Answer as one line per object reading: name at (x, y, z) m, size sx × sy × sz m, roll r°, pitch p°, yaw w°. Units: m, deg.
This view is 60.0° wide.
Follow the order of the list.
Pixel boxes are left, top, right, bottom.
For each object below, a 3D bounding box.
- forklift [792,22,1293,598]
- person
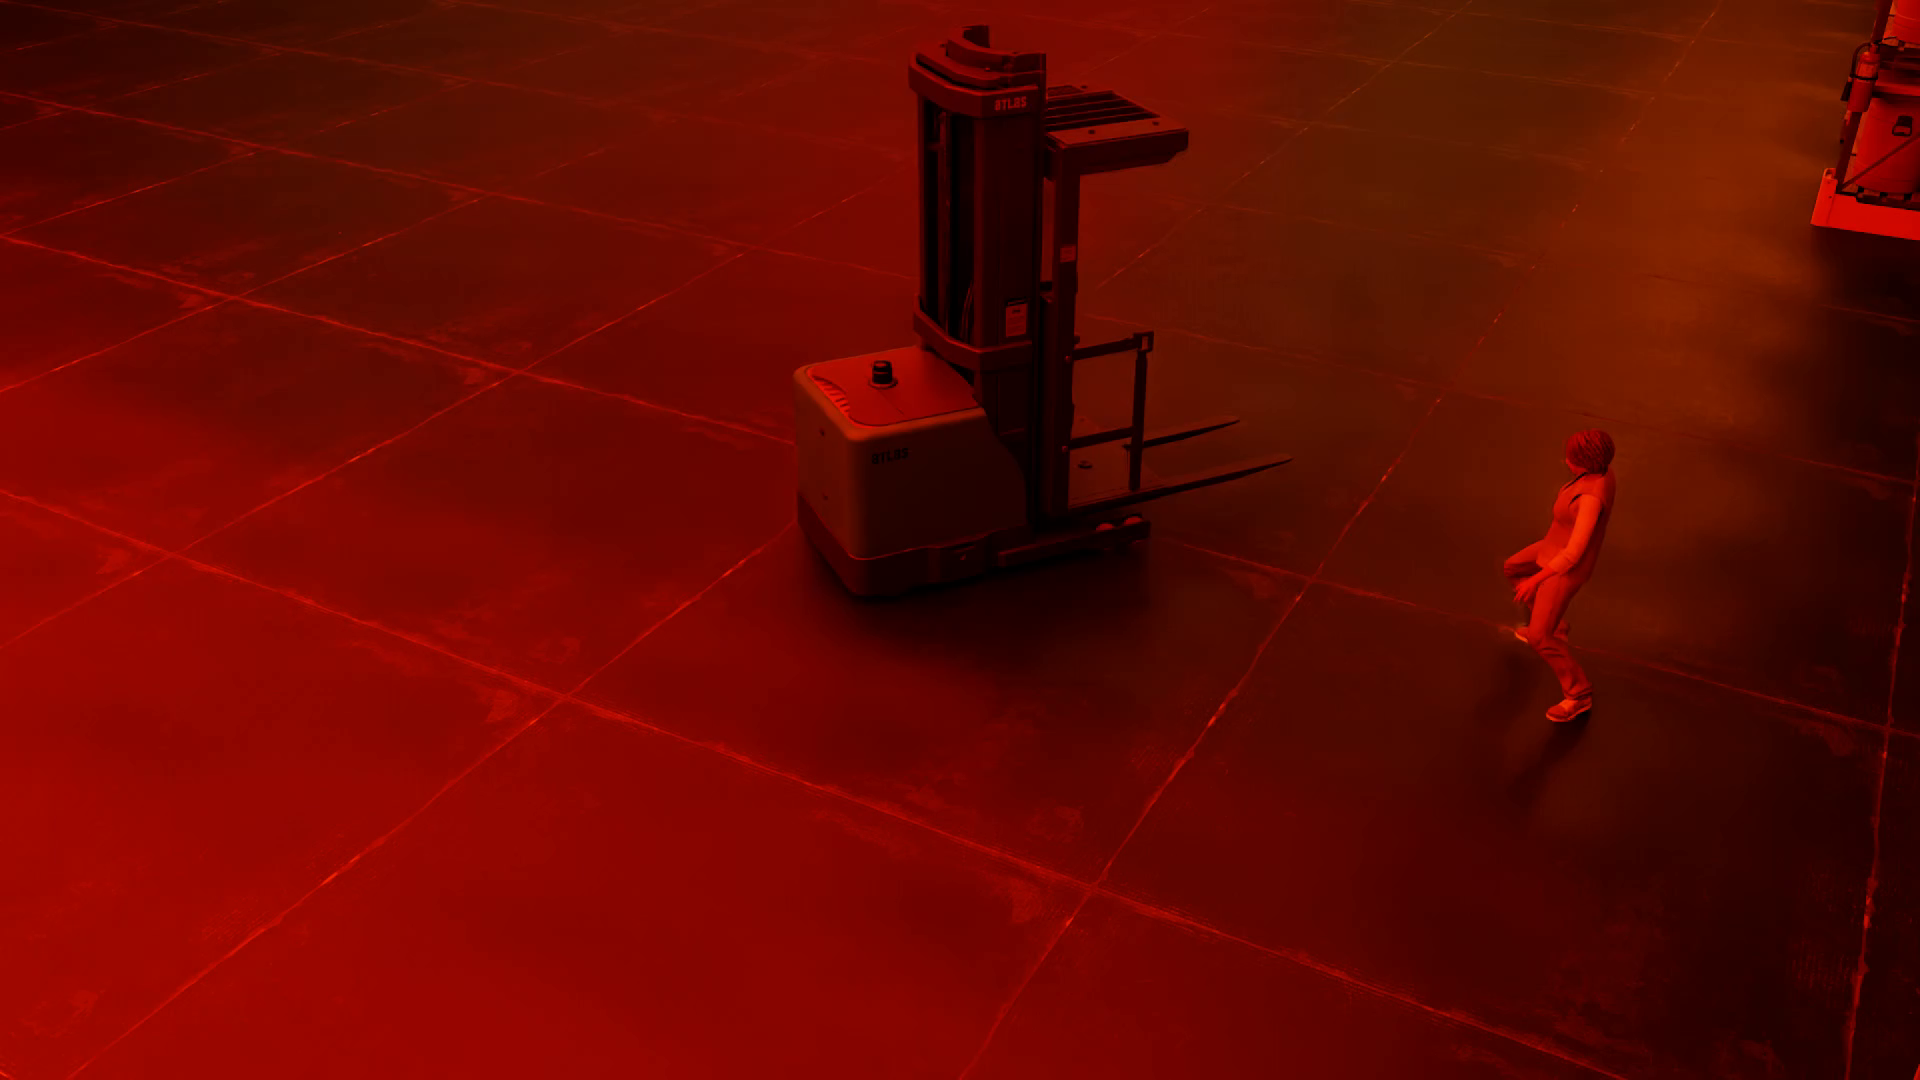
forklift at (0.580, -1.427, 9.543) m, size 3.031 × 2.935 × 1.130 m, roll -13°, pitch 32°, yaw -21°
person at (3.030, 0.101, 8.368) m, size 0.574 × 1.490 × 0.801 m, roll 13°, pitch 32°, yaw 21°
